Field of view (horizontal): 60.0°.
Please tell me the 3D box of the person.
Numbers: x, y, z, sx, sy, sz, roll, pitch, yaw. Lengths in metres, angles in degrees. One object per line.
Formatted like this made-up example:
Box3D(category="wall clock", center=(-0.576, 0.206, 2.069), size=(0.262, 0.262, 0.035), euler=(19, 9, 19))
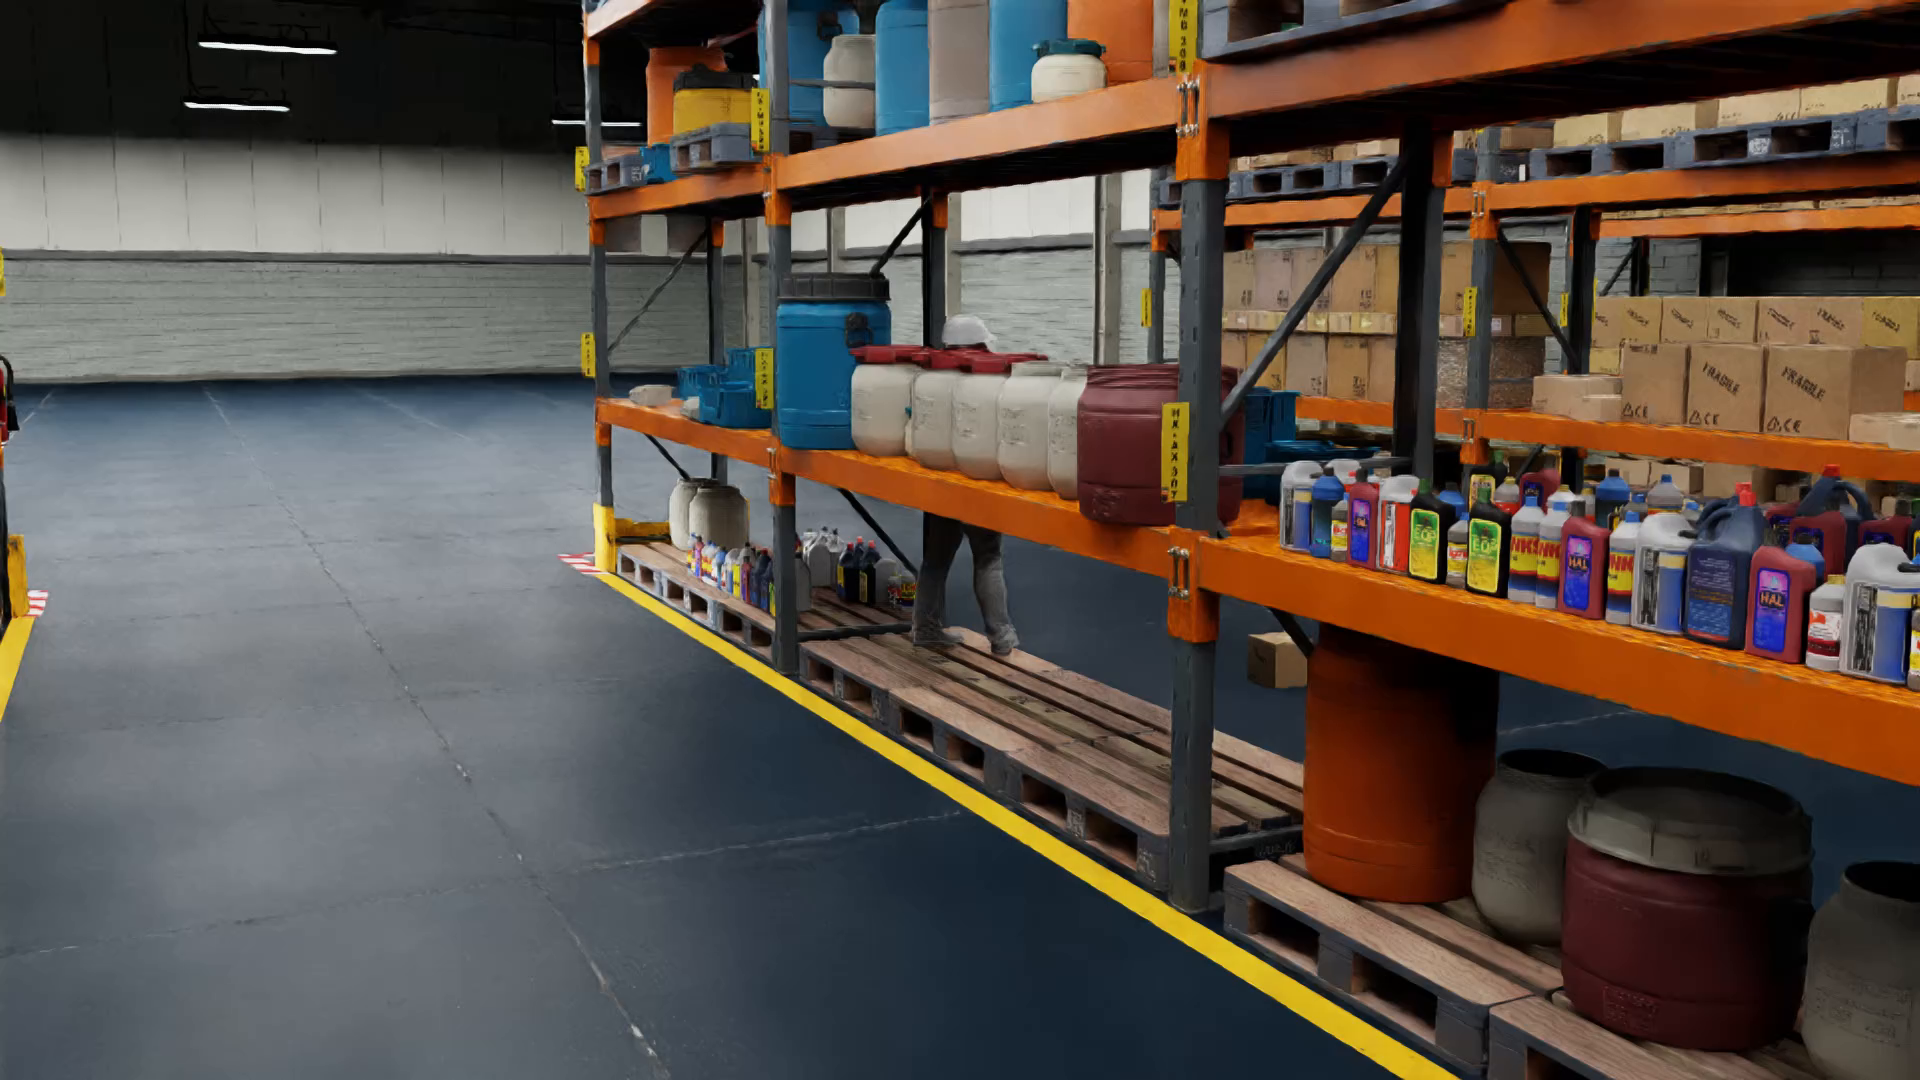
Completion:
Box3D(category="person", center=(0.040, -0.295, 8.723), size=(0.497, 1.764, 0.651), euler=(-5, 10, -32))
